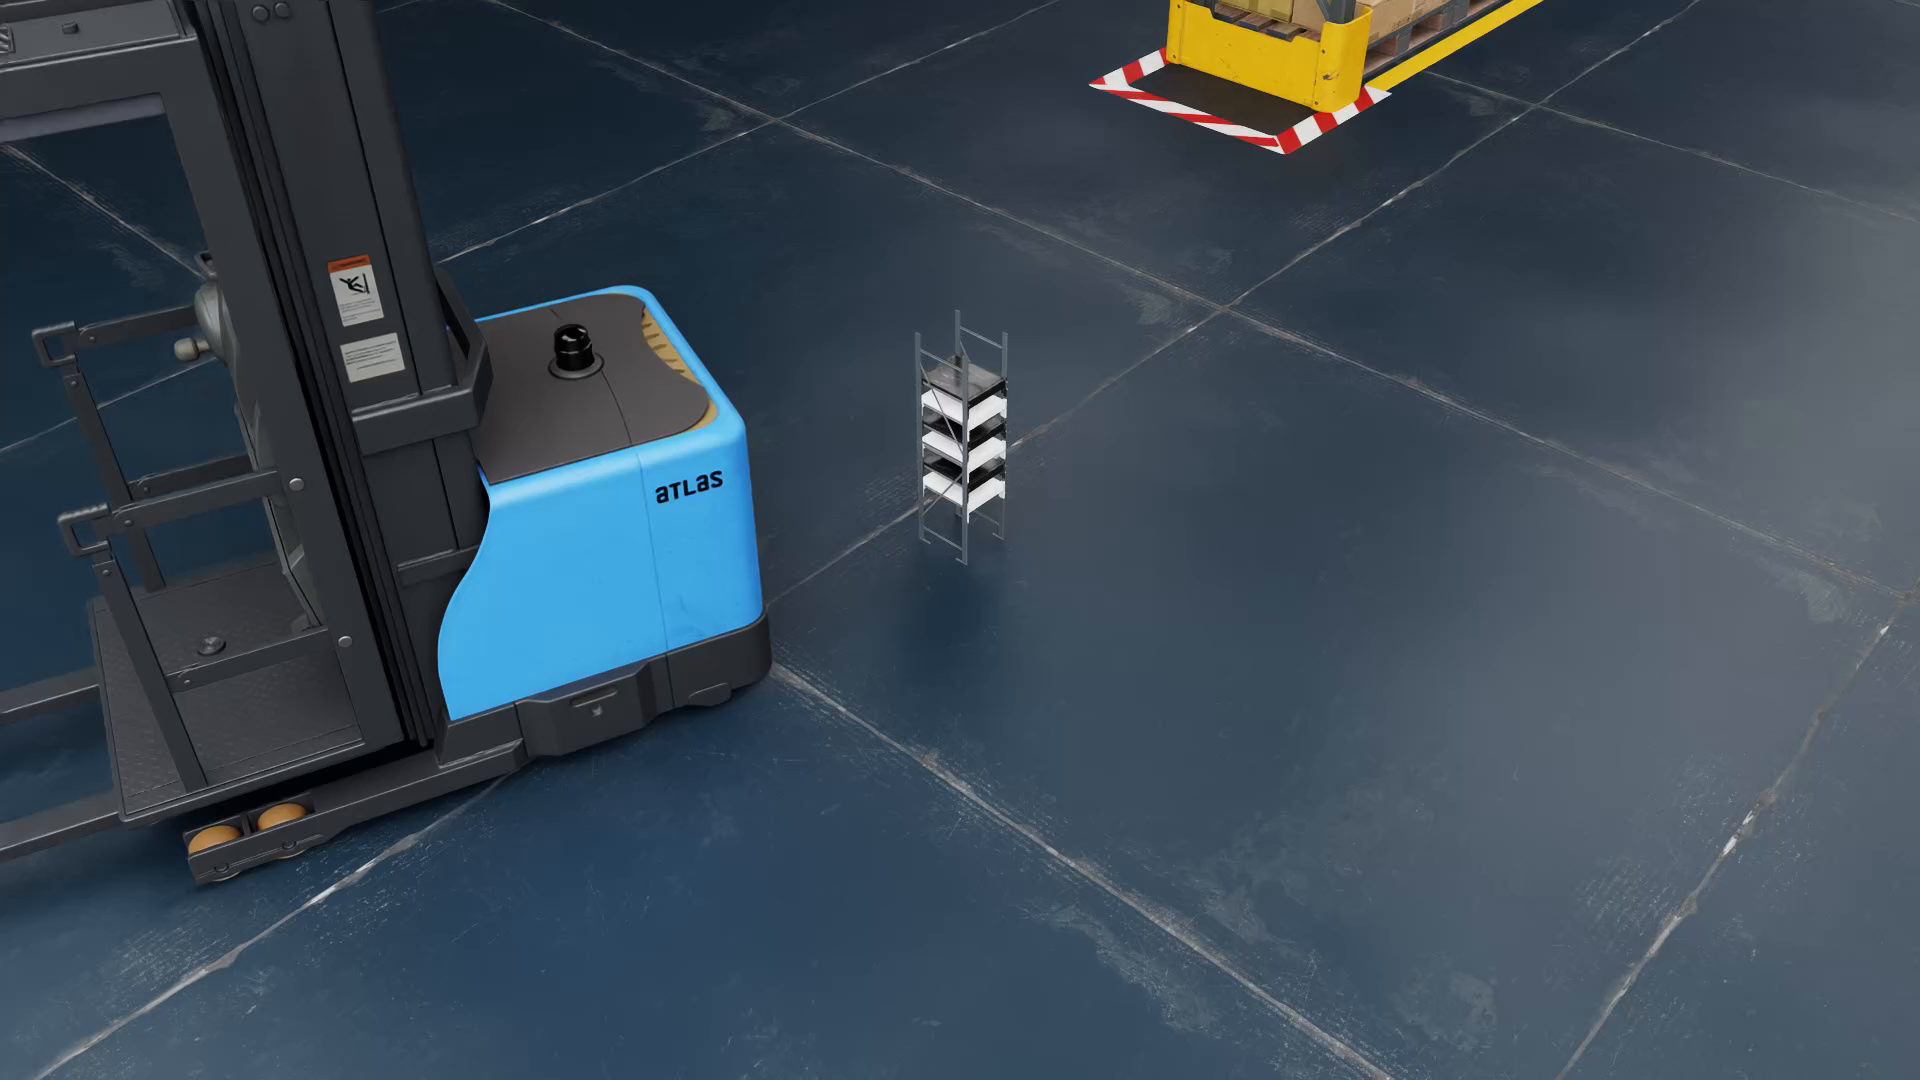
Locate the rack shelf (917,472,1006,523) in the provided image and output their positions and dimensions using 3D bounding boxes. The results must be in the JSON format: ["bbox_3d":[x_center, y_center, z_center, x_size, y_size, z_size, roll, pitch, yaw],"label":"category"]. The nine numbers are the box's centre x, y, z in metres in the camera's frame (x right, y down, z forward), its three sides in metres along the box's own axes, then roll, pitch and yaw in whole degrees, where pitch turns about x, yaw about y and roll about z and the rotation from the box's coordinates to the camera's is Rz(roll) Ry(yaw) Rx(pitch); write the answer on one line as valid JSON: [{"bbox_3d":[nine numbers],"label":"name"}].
[{"bbox_3d":[0.005,-0.189,6.107,0.258,0.077,0.200,30,47,32],"label":"rack shelf"}]

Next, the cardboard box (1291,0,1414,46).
[{"bbox_3d":[2.278,-3.104,9.616,0.500,0.250,0.500,30,47,32],"label":"cardboard box"}]

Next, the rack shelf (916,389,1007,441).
[{"bbox_3d":[0.005,-0.471,5.883,0.258,0.077,0.200,30,47,32],"label":"rack shelf"}]

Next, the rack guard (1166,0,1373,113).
[{"bbox_3d":[1.736,-2.874,9.463,1.175,0.500,0.348,30,47,32],"label":"rack guard"}]

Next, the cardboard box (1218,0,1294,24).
[{"bbox_3d":[1.895,-3.322,9.889,0.500,0.250,0.500,30,47,32],"label":"cardboard box"}]

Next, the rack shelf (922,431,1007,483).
[{"bbox_3d":[0.005,-0.330,5.995,0.258,0.077,0.200,30,47,32],"label":"rack shelf"}]

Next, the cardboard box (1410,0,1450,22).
[{"bbox_3d":[2.612,-3.336,9.907,0.500,0.250,0.500,30,47,32],"label":"cardboard box"}]

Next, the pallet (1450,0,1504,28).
[{"bbox_3d":[3.060,-3.699,10.732,1.003,0.211,1.213,30,47,32],"label":"pallet"}]

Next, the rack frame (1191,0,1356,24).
[{"bbox_3d":[1.752,-3.863,8.698,1.000,3.000,0.127,30,47,32],"label":"rack frame"}]

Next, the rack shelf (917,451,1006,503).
[{"bbox_3d":[0.005,-0.259,6.051,0.258,0.077,0.200,30,47,32],"label":"rack shelf"}]

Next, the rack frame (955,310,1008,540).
[{"bbox_3d":[0.074,-0.403,6.033,0.240,0.900,0.006,30,47,32],"label":"rack frame"}]

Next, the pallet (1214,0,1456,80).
[{"bbox_3d":[2.237,-3.141,10.030,1.003,0.211,1.213,30,47,32],"label":"pallet"}]

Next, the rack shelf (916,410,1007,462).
[{"bbox_3d":[0.005,-0.400,5.939,0.258,0.077,0.200,30,47,32],"label":"rack shelf"}]

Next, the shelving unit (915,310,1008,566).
[{"bbox_3d":[0.005,-0.356,5.975,0.258,0.900,0.210,30,47,32],"label":"shelving unit"}]

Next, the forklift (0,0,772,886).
[{"bbox_3d":[-2.184,-0.507,4.532,3.031,2.935,1.130,-18,42,-21],"label":"forklift"}]

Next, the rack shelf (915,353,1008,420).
[{"bbox_3d":[0.005,-0.541,5.827,0.258,0.077,0.200,30,47,32],"label":"rack shelf"}]

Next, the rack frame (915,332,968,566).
[{"bbox_3d":[-0.063,-0.309,5.916,0.240,0.900,0.006,30,47,32],"label":"rack frame"}]
